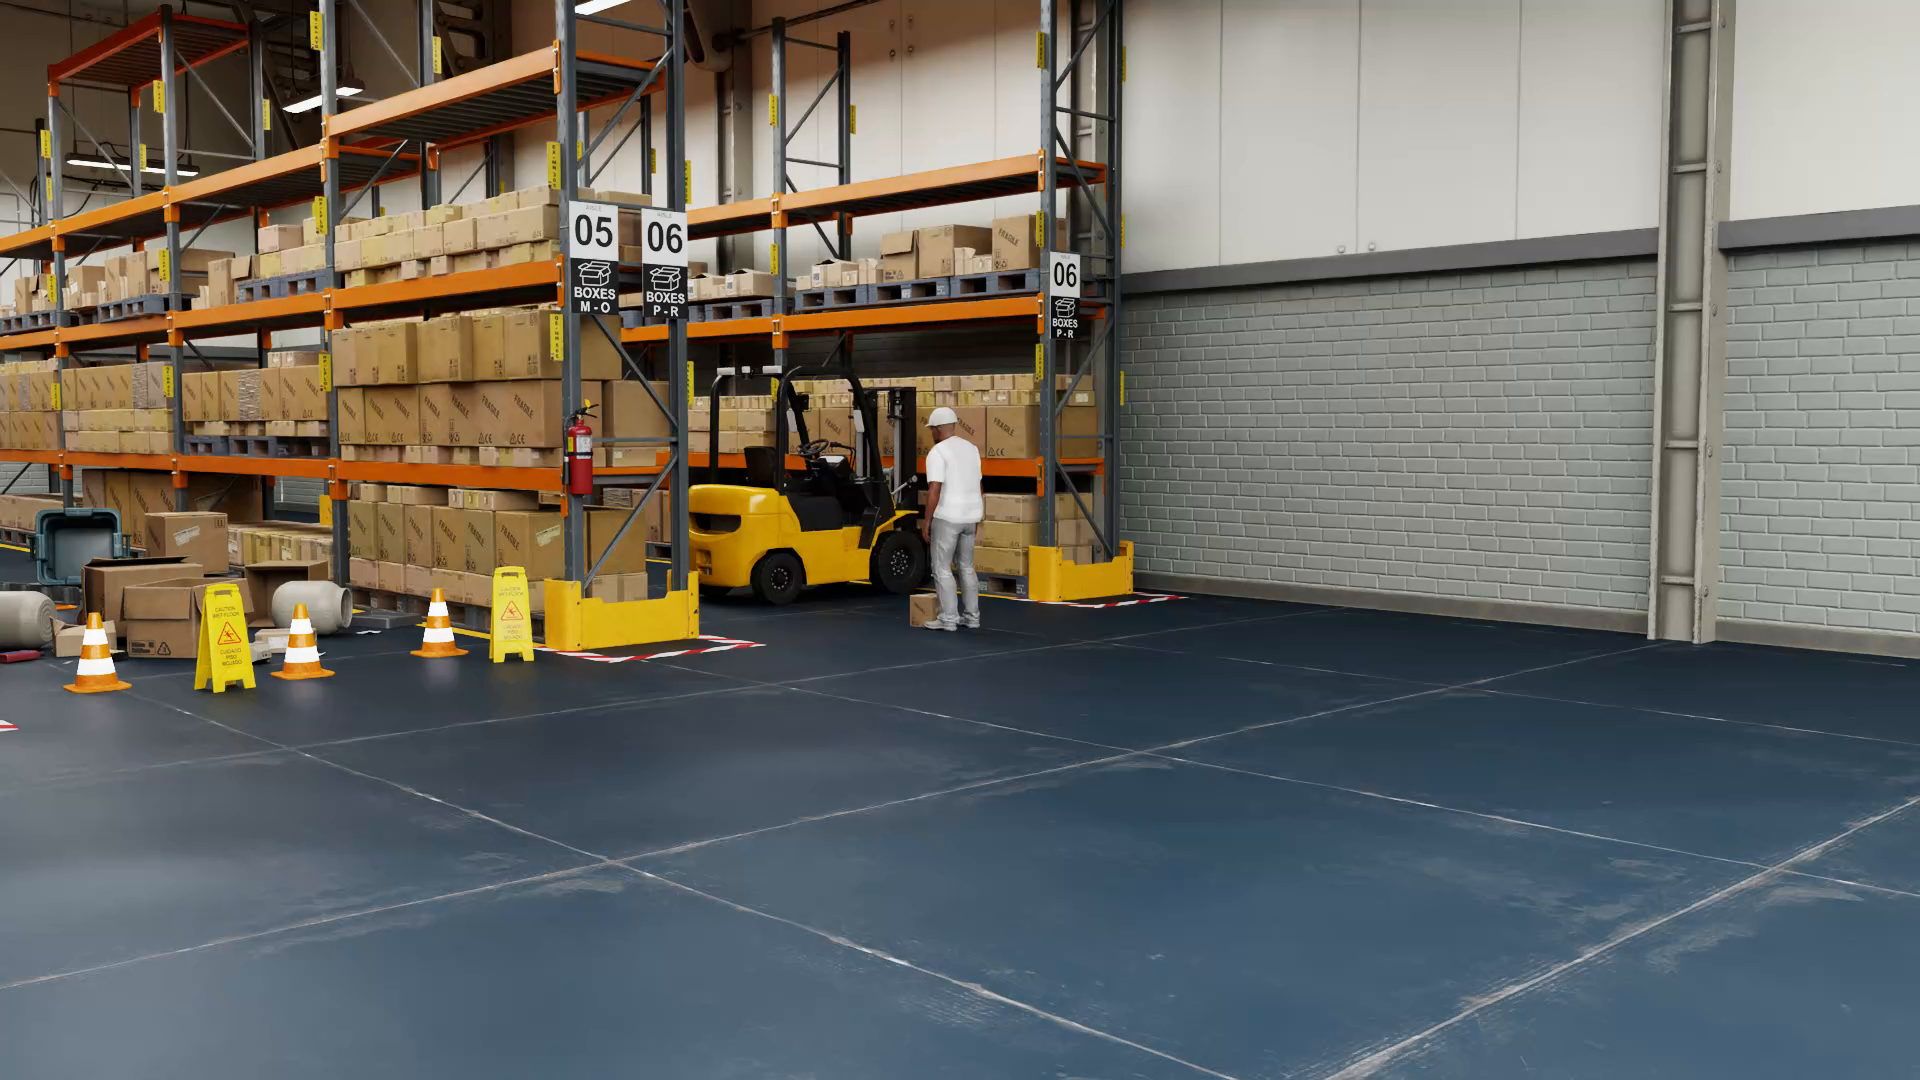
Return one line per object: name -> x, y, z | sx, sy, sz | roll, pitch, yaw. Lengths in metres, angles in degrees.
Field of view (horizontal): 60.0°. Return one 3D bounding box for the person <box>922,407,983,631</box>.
person -> -0.070, -0.171, 13.171 | 0.462, 1.759, 0.633 | 4, 5, 42
